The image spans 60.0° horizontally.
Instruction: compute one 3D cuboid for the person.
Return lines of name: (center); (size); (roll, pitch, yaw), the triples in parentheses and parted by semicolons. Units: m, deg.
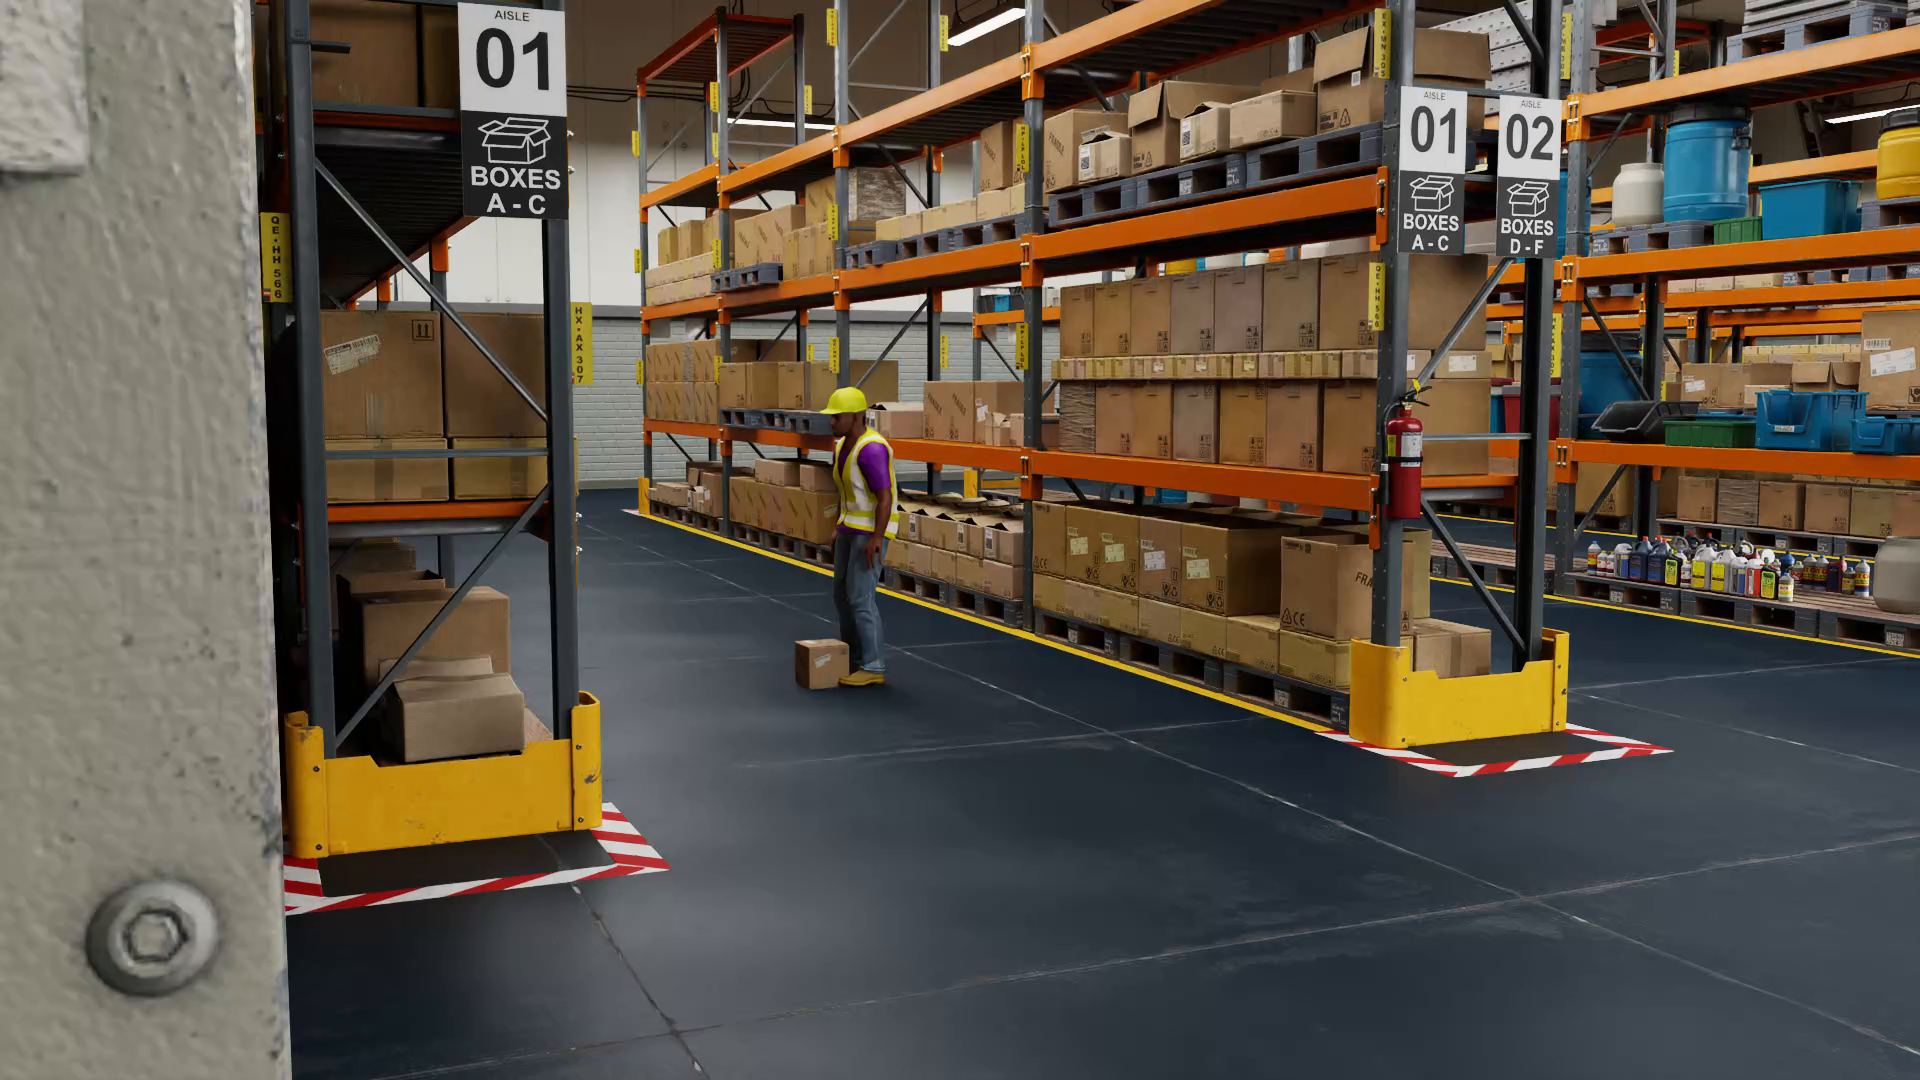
person: (-0.616, -0.026, 9.879); (0.463, 1.759, 0.620); (-3, 6, -26)
